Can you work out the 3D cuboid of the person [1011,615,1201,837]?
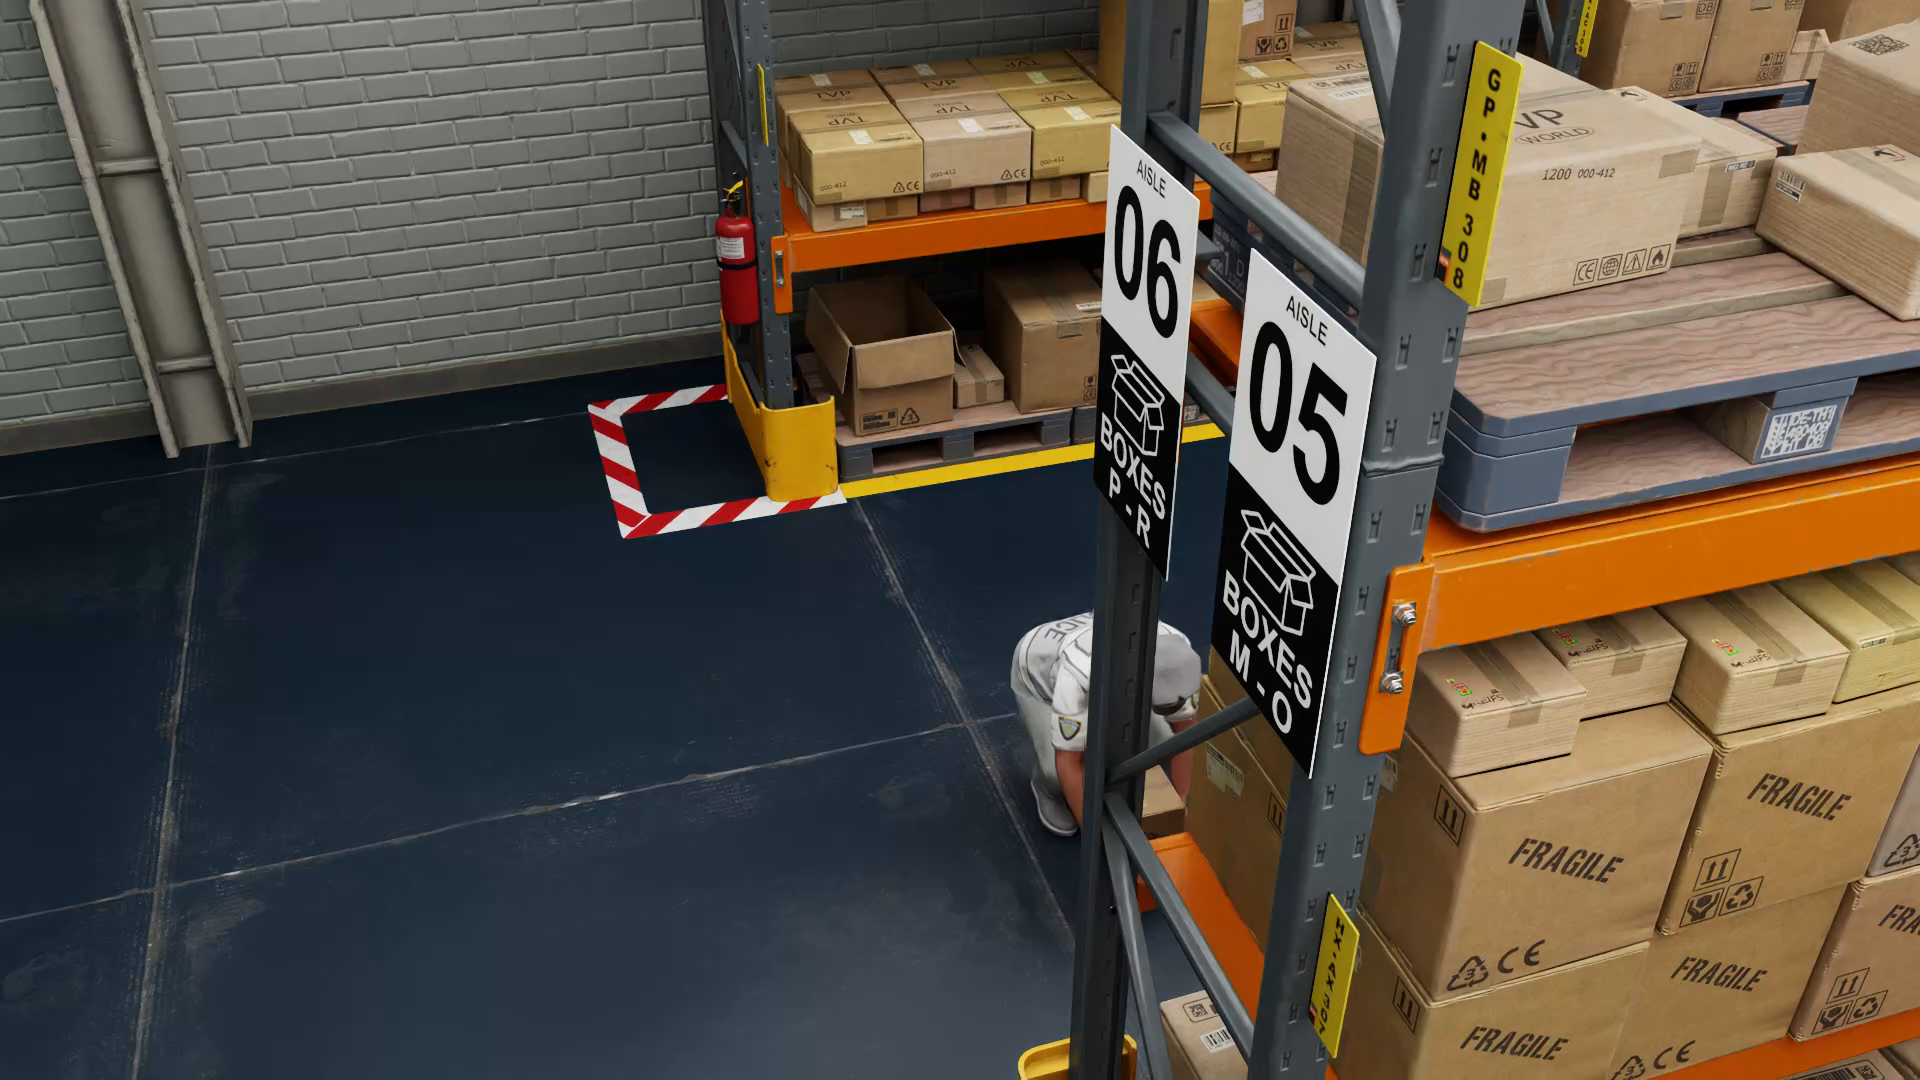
[{"bbox_3d":[0.521,0.611,5.897,0.556,1.010,0.906,-10,35,-15],"label":"person"}]
